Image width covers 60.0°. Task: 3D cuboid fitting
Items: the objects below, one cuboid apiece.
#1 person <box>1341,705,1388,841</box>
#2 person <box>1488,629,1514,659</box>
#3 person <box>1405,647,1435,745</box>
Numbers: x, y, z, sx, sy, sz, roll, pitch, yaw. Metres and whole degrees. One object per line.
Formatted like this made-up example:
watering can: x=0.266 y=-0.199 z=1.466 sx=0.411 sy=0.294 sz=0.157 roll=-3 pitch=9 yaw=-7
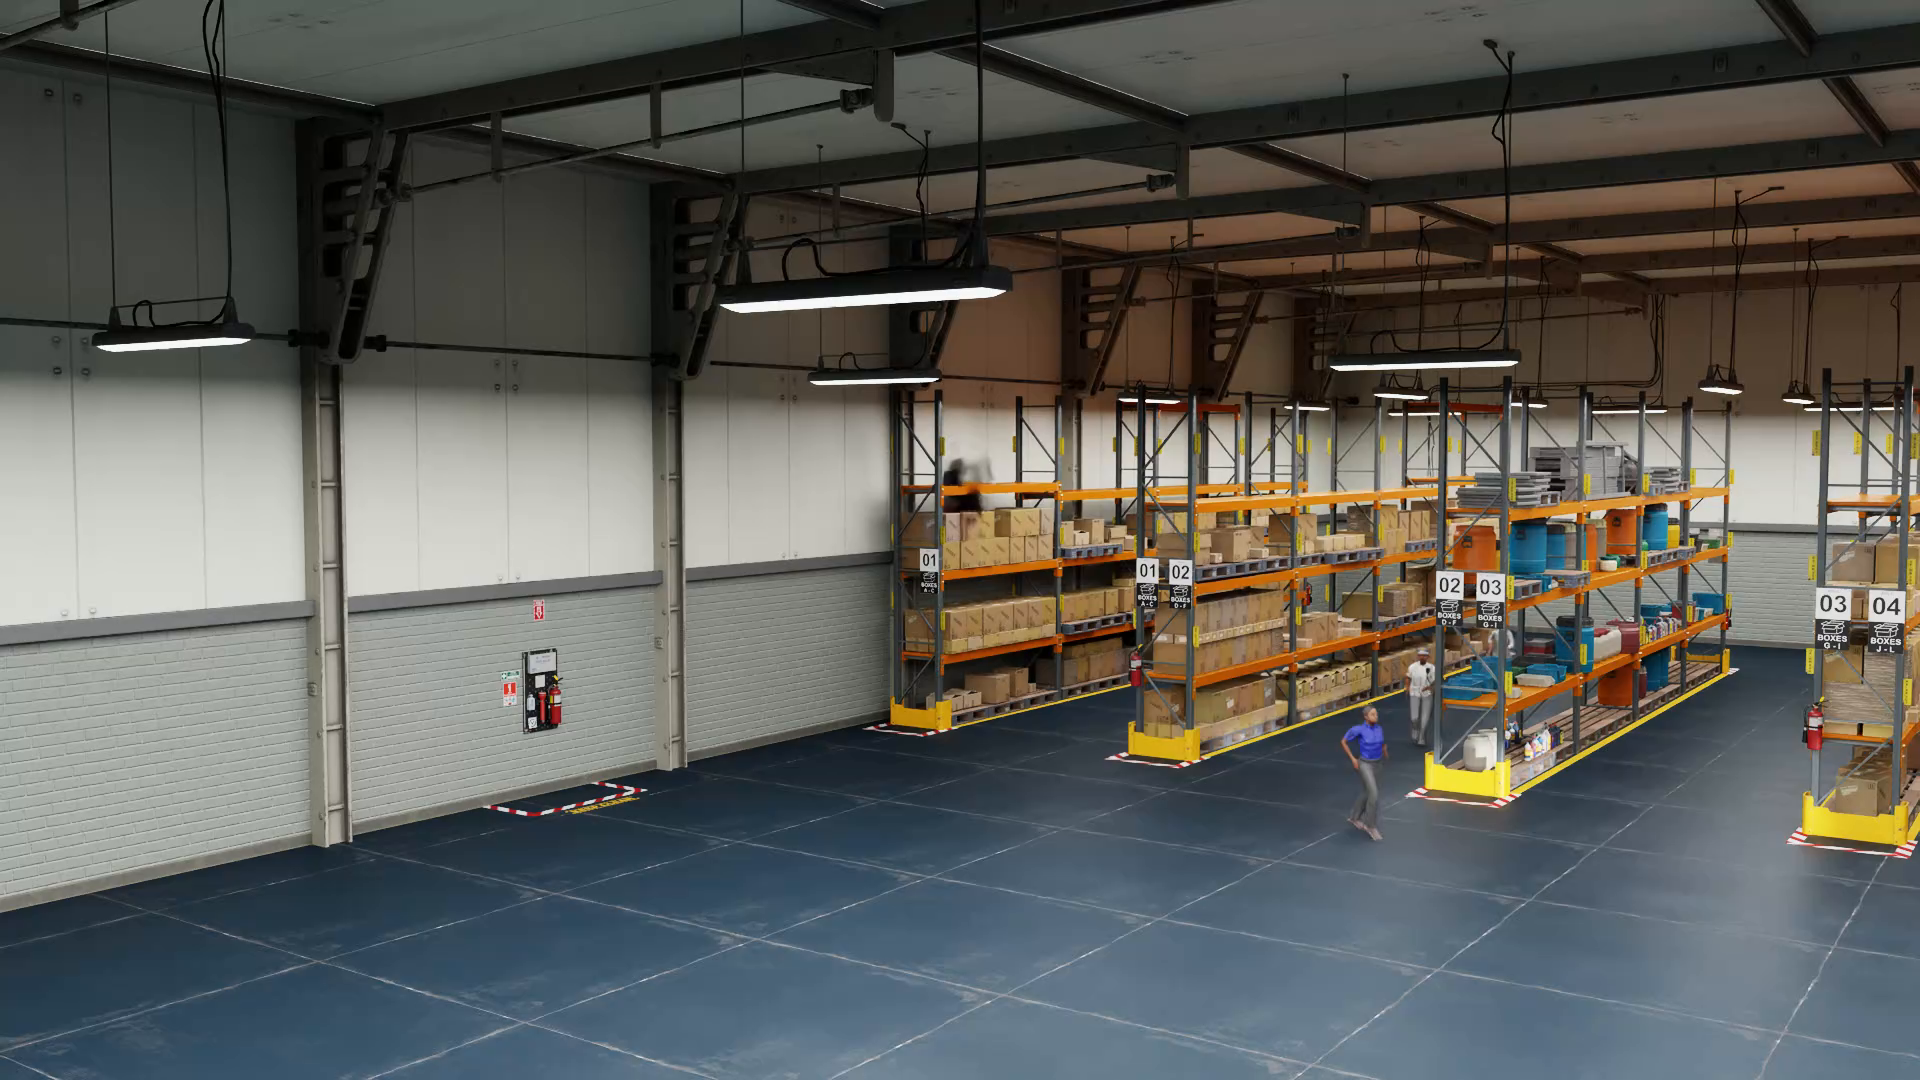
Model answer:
person: x=5.228 y=2.976 z=21.373 sx=0.583 sy=1.720 sz=0.691 roll=-2 pitch=4 yaw=-33
person: x=10.770 y=2.337 z=33.125 sx=0.500 sy=1.579 sz=0.730 roll=1 pitch=3 yaw=20
person: x=7.685 y=2.605 z=27.736 sx=0.560 sy=1.652 sz=0.559 roll=1 pitch=3 yaw=20
